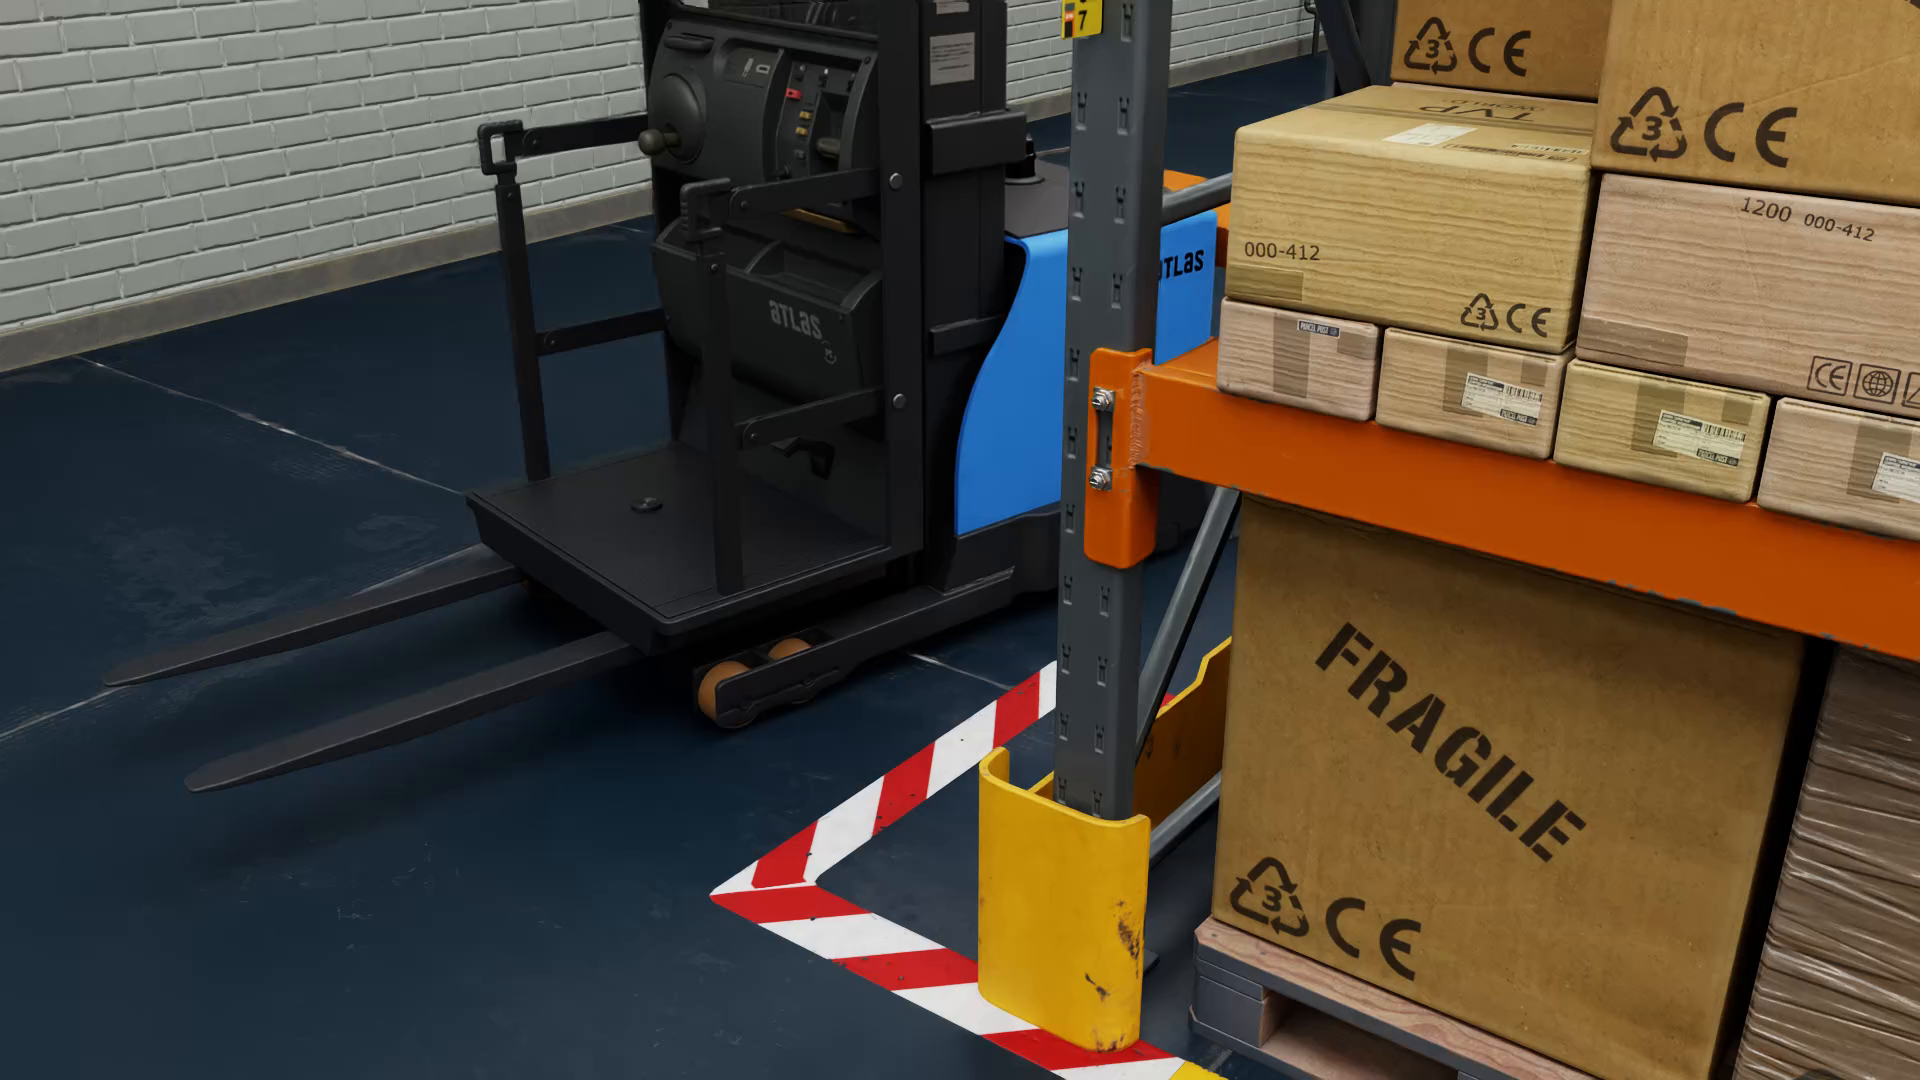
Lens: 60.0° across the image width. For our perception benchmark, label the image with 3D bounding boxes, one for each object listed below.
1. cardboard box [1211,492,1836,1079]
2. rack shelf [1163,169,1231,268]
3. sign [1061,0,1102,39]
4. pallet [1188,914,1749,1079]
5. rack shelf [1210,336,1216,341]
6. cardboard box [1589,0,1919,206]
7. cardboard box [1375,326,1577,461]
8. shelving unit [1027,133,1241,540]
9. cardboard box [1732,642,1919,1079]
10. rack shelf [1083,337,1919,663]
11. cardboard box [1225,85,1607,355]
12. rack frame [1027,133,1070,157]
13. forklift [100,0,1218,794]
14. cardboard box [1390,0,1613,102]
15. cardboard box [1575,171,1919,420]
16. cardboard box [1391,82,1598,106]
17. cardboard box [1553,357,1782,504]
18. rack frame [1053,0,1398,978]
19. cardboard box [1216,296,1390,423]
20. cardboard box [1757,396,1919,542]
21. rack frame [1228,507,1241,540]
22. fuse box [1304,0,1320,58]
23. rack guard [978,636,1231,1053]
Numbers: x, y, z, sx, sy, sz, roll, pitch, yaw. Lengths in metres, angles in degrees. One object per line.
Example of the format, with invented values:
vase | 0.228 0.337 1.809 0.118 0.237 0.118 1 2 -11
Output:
cardboard box | 1.076 0.276 3.018 0.875 0.875 0.875 17 29 33
rack shelf | 0.711 -1.010 5.421 0.538 0.278 1.000 -19 30 -36
sign | 0.178 -0.888 2.373 0.005 0.325 0.100 17 29 33
pallet | 1.203 0.811 3.147 1.213 0.211 1.003 17 29 33
rack shelf | 0.711 -0.518 5.638 0.538 0.278 1.000 -19 30 -36
cardboard box | 1.138 -0.720 2.050 0.500 0.500 0.500 16 28 32
cardboard box | 0.808 -0.264 2.441 0.250 0.149 0.380 16 29 33
shelving unit | 0.711 -0.742 5.539 0.538 1.125 1.048 -19 30 -36
cardboard box | 1.804 0.496 2.518 0.875 0.875 0.875 17 29 33
rack shelf | 2.116 0.180 2.014 4.000 0.370 1.077 17 29 33
cardboard box | 0.738 -0.497 2.476 0.500 0.250 0.500 16 28 32
rack frame | 0.385 -0.899 5.896 0.500 1.125 0.032 -19 30 -36
forklift | -0.682 -1.106 4.125 3.031 2.935 1.130 -19 30 -37
cardboard box | 1.063 -1.011 2.711 0.500 0.500 0.500 17 29 34
cardboard box | 1.158 -0.374 2.195 0.500 0.250 0.500 16 29 33
cardboard box | 1.063 -0.669 2.865 0.500 0.250 0.500 16 29 32
cardboard box | 1.013 -0.202 2.301 0.250 0.149 0.380 16 28 32
rack frame | 0.516 -0.633 2.967 0.127 3.000 1.000 17 29 33
cardboard box | 0.602 -0.326 2.581 0.250 0.149 0.380 17 29 34
cardboard box | 1.223 -0.140 2.159 0.250 0.149 0.380 16 29 33
rack frame | 1.037 -0.585 5.183 0.500 1.125 0.032 -19 30 -36
fuse box | 3.310 -5.239 15.019 0.414 1.711 0.539 17 29 33
rack guard | 0.497 0.505 3.484 0.348 0.500 1.175 17 29 33
